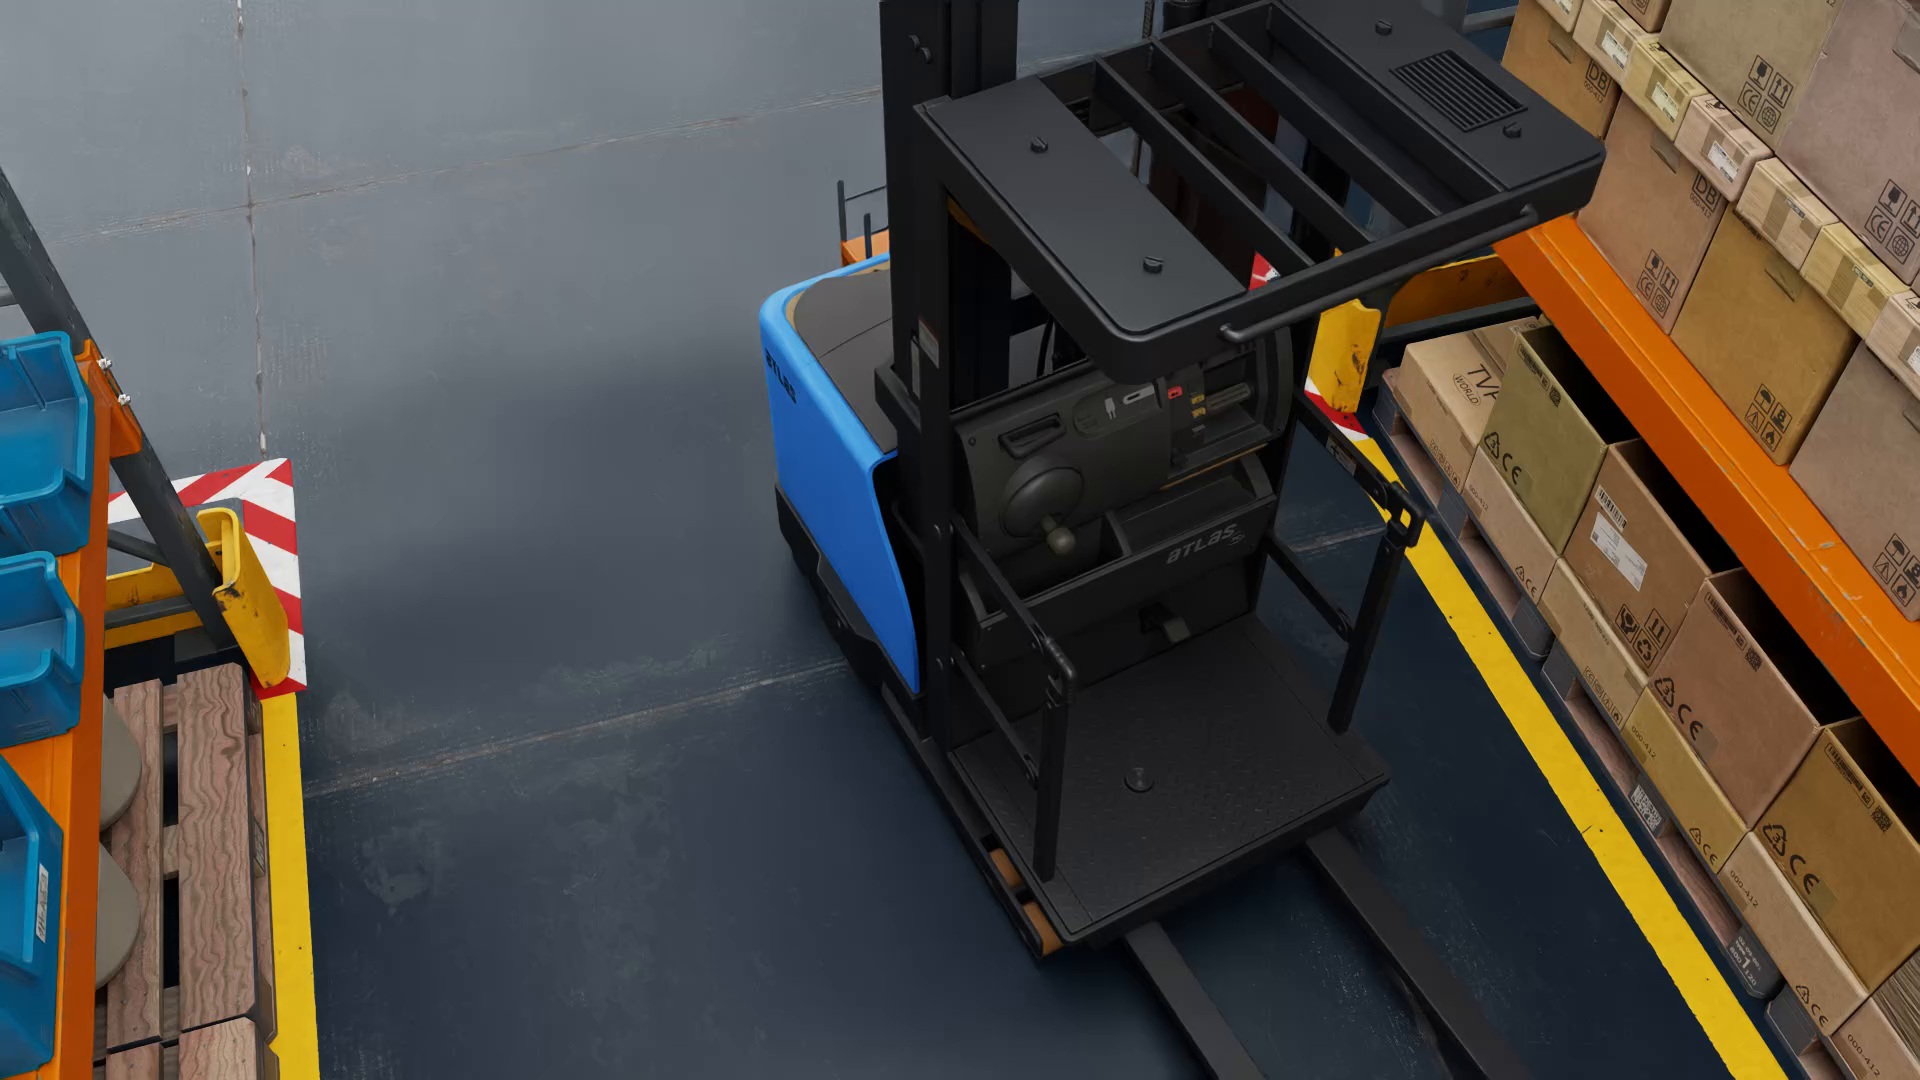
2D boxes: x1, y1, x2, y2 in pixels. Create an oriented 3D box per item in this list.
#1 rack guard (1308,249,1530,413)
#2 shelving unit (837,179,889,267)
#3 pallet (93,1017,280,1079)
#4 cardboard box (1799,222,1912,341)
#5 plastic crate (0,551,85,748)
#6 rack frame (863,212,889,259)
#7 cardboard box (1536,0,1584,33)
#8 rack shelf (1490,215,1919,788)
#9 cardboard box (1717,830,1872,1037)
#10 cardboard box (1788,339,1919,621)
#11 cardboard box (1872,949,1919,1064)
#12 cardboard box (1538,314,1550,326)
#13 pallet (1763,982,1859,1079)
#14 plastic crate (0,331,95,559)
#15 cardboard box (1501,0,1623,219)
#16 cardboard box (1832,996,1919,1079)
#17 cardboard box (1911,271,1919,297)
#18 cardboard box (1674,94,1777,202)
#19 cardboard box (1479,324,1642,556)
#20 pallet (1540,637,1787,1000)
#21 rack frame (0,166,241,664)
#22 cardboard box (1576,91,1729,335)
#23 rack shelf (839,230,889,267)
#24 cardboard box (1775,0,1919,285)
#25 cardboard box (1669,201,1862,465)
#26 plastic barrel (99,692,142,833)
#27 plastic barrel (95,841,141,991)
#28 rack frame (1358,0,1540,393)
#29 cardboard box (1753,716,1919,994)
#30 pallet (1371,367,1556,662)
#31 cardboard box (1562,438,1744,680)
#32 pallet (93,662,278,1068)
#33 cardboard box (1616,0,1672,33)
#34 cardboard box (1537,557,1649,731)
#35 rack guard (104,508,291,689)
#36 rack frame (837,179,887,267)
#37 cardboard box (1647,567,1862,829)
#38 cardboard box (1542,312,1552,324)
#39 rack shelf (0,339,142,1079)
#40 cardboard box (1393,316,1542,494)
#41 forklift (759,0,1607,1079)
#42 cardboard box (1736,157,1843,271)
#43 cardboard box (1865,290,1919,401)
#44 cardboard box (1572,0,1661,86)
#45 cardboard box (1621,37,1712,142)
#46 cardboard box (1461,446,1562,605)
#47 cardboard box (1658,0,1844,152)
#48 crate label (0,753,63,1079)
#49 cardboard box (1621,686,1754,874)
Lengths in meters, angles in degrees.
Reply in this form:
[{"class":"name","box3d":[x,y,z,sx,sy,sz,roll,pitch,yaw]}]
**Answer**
[{"class":"rack guard","box3d":[1.892,-0.874,6.160,1.175,0.500,0.348,-13,51,-11]},{"class":"shelving unit","box3d":[-0.229,-0.698,5.554,0.258,1.200,0.189,-23,54,-18]},{"class":"pallet","box3d":[-2.174,1.882,4.025,1.003,0.211,1.213,-13,51,-11]},{"class":"cardboard box","box3d":[2.192,-0.628,3.828,0.380,0.149,0.250,-14,51,-11]},{"class":"plastic crate","box3d":[-2.213,0.276,3.653,0.499,0.251,0.408,-13,51,-11]},{"class":"rack frame","box3d":[-0.185,-0.637,5.502,0.240,1.200,0.006,-23,54,-18]},{"class":"cardboard box","box3d":[1.809,-1.569,4.621,0.380,0.149,0.250,-14,51,-11]},{"class":"rack shelf","box3d":[2.491,0.030,4.233,1.077,0.370,4.000,-13,51,-11]},{"class":"cardboard box","box3d":[2.436,0.991,4.476,0.500,0.250,0.500,-13,51,-11]},{"class":"cardboard box","box3d":[2.485,-0.221,3.909,0.700,0.500,0.500,-12,51,-10]},{"class":"cardboard box","box3d":[2.599,1.111,3.885,0.500,0.500,0.500,-13,51,-11]},{"class":"cardboard box","box3d":[2.340,-0.587,5.807,0.500,0.250,0.500,-13,51,-11]},{"class":"pallet","box3d":[2.887,1.567,4.291,1.003,0.211,1.213,-13,51,-11]},{"class":"plastic crate","box3d":[-2.400,-0.199,4.054,0.499,0.251,0.616,-13,51,-11]},{"class":"cardboard box","box3d":[2.025,-1.351,4.862,0.700,0.500,0.500,-13,51,-11]},{"class":"cardboard box","box3d":[2.598,1.353,4.171,0.500,0.250,0.500,-13,51,-11]},{"class":"cardboard box","box3d":[2.499,-0.614,3.392,0.700,0.500,0.500,-13,51,-11]},{"class":"cardboard box","box3d":[2.035,-1.009,4.149,0.380,0.149,0.250,-14,51,-12]},{"class":"cardboard box","box3d":[1.995,-0.347,5.114,0.500,0.500,0.500,-13,51,-11]},{"class":"pallet","box3d":[2.522,0.675,5.043,1.003,0.211,1.213,-13,51,-11]},{"class":"rack frame","box3d":[-2.834,-0.545,4.248,1.000,3.000,0.127,-13,51,-11]},{"class":"cardboard box","box3d":[2.185,-0.968,4.539,0.700,0.500,0.500,-12,51,-10]},{"class":"rack shelf","box3d":[-0.229,-0.902,5.313,0.258,0.103,0.180,-23,54,-18]},{"class":"cardboard box","box3d":[2.351,-0.980,3.700,0.700,0.500,0.500,-13,51,-11]},{"class":"cardboard box","box3d":[2.326,-0.604,4.232,0.700,0.500,0.500,-13,51,-11]},{"class":"plastic barrel","box3d":[-2.566,0.585,4.648,0.421,0.512,0.421,0,50,0]},{"class":"plastic barrel","box3d":[-2.418,0.951,4.339,0.421,0.512,0.421,0,50,0]},{"class":"rack frame","box3d":[1.899,-1.663,5.190,1.000,3.000,0.127,-13,51,-11]},{"class":"cardboard box","box3d":[2.448,0.747,4.192,0.500,0.500,0.500,-13,51,-11]},{"class":"pallet","box3d":[2.165,-0.215,5.793,1.003,0.211,1.213,-13,51,-11]},{"class":"cardboard box","box3d":[2.155,0.016,4.808,0.500,0.500,0.500,-13,51,-11]},{"class":"pallet","box3d":[-2.531,0.993,4.775,1.003,0.211,1.213,-13,51,-11]},{"class":"cardboard box","box3d":[2.041,-1.730,4.333,0.700,0.500,0.500,-13,51,-11]},{"class":"cardboard box","box3d":[2.144,0.260,5.093,0.500,0.250,0.500,-13,51,-11]},{"class":"rack guard","box3d":[-2.766,0.305,5.166,1.175,0.500,0.348,-13,51,-11]},{"class":"rack frame","box3d":[-0.273,-0.760,5.606,0.240,1.200,0.006,-23,54,-18]},{"class":"cardboard box","box3d":[2.286,0.385,4.497,0.500,0.500,0.500,-13,51,-11]},{"class":"cardboard box","box3d":[2.342,-0.829,5.520,0.500,0.500,0.500,-13,51,-11]},{"class":"rack shelf","box3d":[-2.242,1.147,3.291,1.077,0.370,4.000,-13,51,-11]},{"class":"cardboard box","box3d":[1.845,-0.470,5.708,0.500,0.250,0.500,-13,51,-11]},{"class":"forklift","box3d":[0.531,-0.167,3.974,1.130,2.935,3.031,-23,54,-18]},{"class":"cardboard box","box3d":[2.116,-0.815,3.985,0.380,0.149,0.250,-15,51,-12]},{"class":"cardboard box","box3d":[2.263,-0.446,3.674,0.380,0.149,0.250,-13,51,-11]},{"class":"cardboard box","box3d":[1.890,-1.376,4.459,0.380,0.149,0.250,-15,51,-12]},{"class":"cardboard box","box3d":[1.963,-1.194,4.305,0.380,0.149,0.250,-13,51,-11]},{"class":"cardboard box","box3d":[1.997,-0.105,5.401,0.500,0.250,0.500,-13,51,-11]},{"class":"cardboard box","box3d":[2.201,-1.348,4.010,0.700,0.500,0.500,-15,51,-12]},{"class":"crate label","box3d":[-2.031,0.726,3.153,0.502,0.435,0.616,-13,51,-11]},{"class":"cardboard box","box3d":[2.287,0.626,4.784,0.500,0.250,0.500,-13,51,-11]}]
